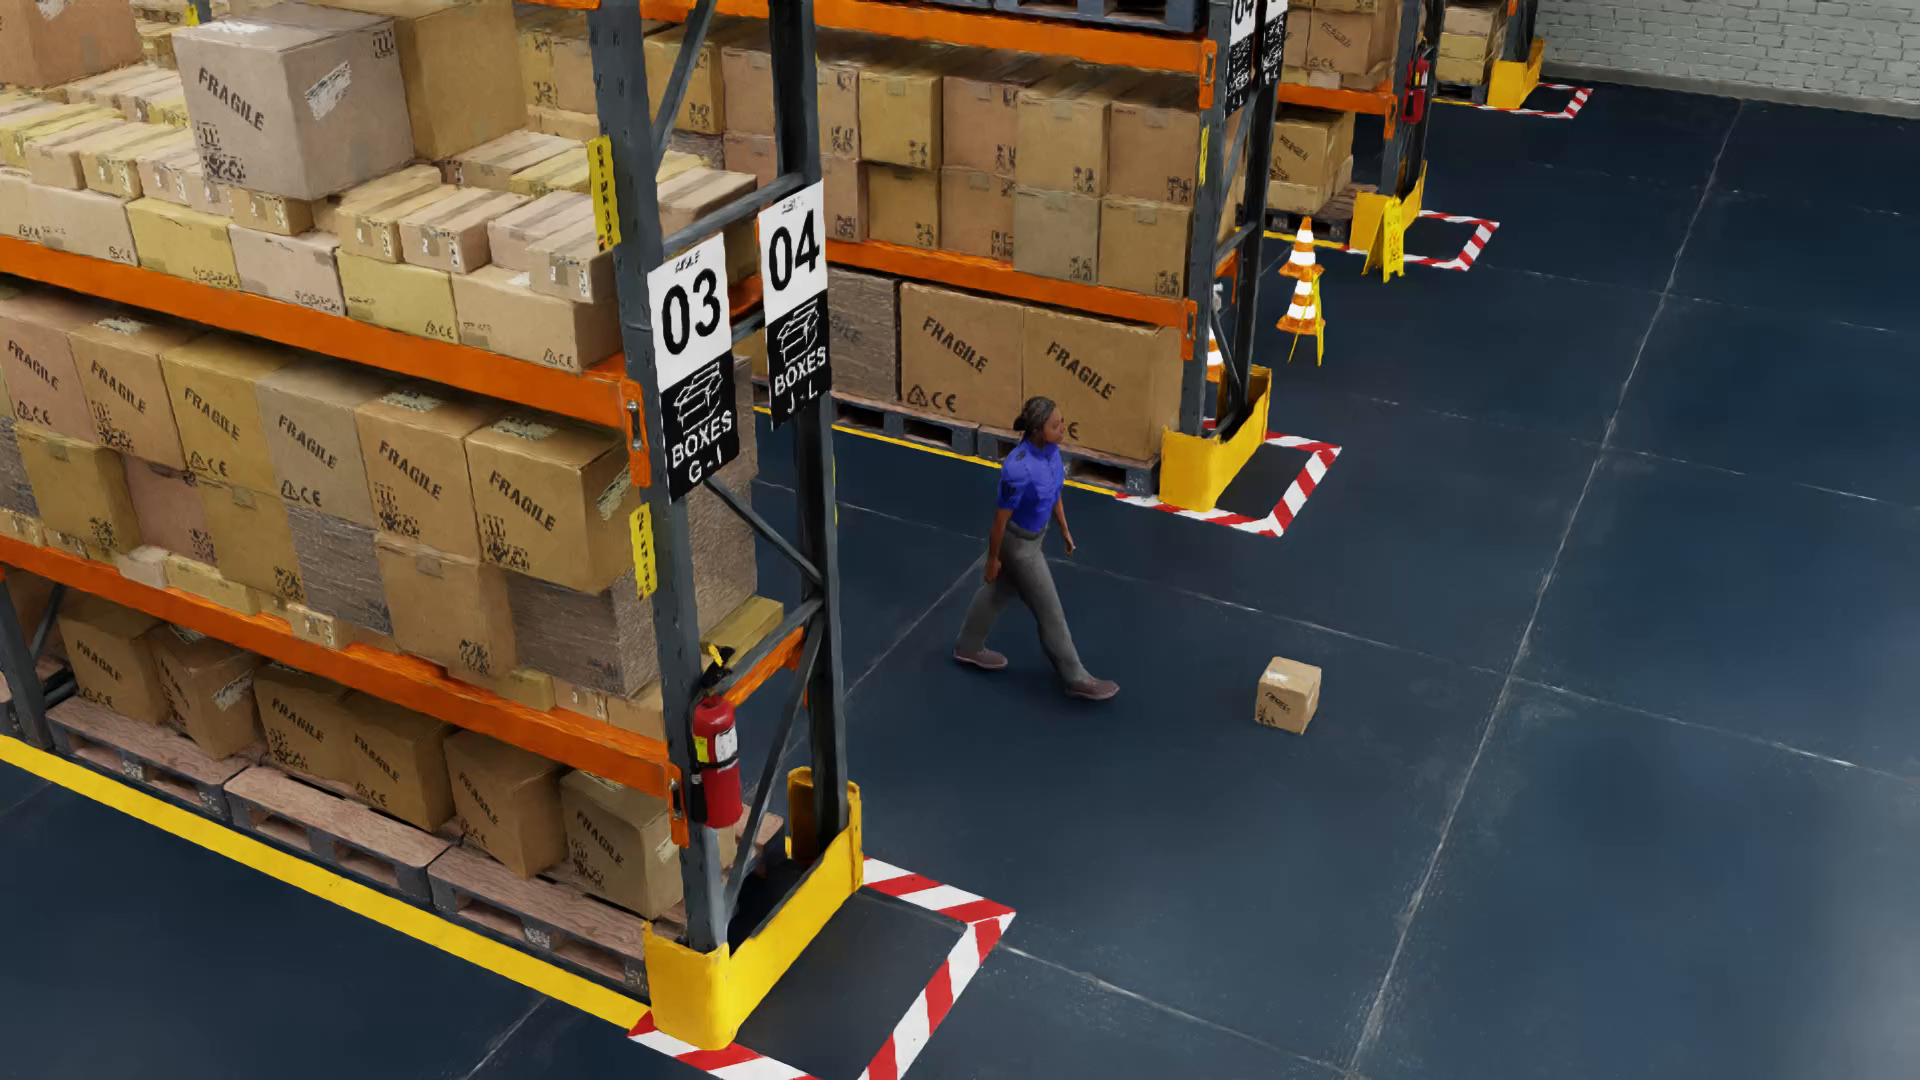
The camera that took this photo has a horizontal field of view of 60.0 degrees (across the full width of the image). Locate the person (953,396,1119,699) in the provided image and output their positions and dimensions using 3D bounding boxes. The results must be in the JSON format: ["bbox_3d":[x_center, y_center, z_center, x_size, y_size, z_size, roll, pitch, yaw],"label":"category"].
[{"bbox_3d":[0.405,0.004,8.279,0.928,1.597,0.468,10,32,16],"label":"person"}]
